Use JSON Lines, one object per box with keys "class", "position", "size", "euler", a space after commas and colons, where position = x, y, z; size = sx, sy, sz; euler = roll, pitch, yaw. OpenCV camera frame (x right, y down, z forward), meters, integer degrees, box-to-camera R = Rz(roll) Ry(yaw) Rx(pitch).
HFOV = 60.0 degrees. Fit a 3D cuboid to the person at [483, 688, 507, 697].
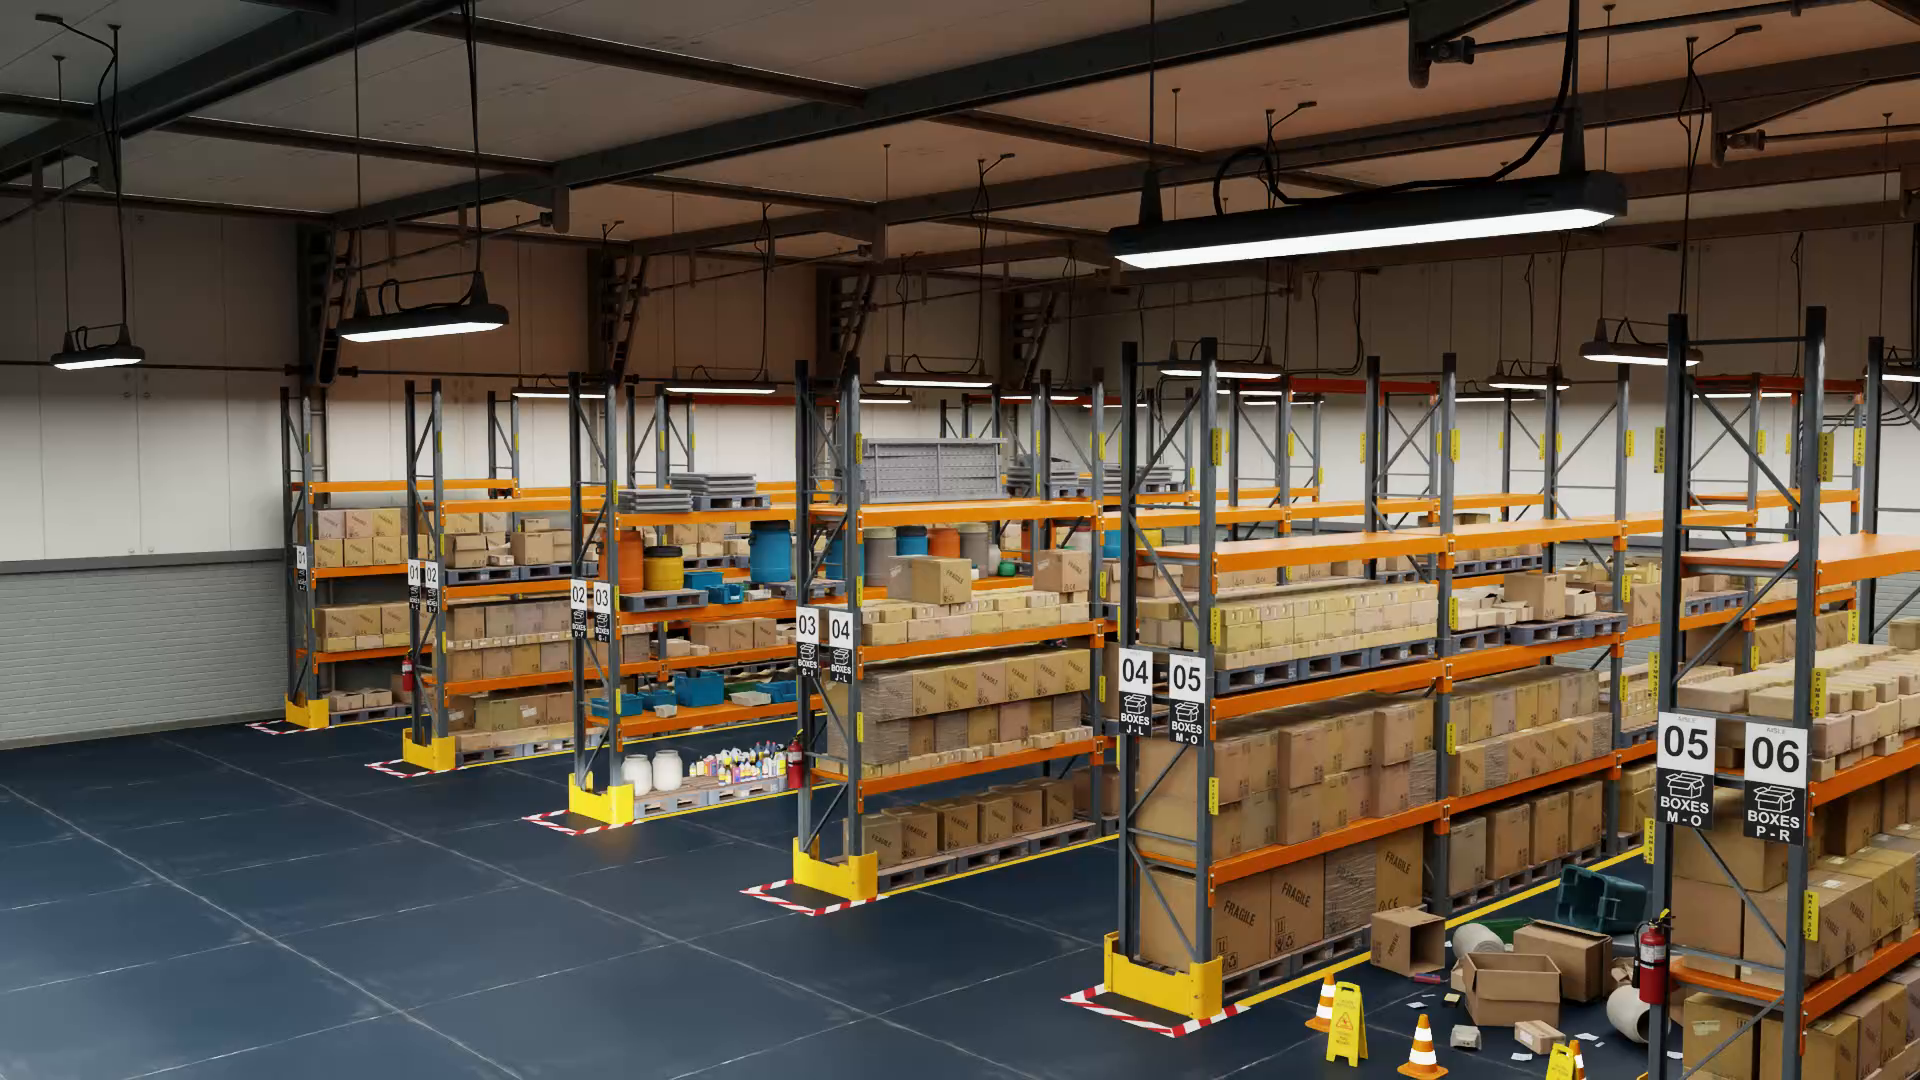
{"class": "person", "position": [-8.019, 2.551, 28.343], "size": [0.600, 1.610, 0.918], "euler": [2, 4, 34]}
